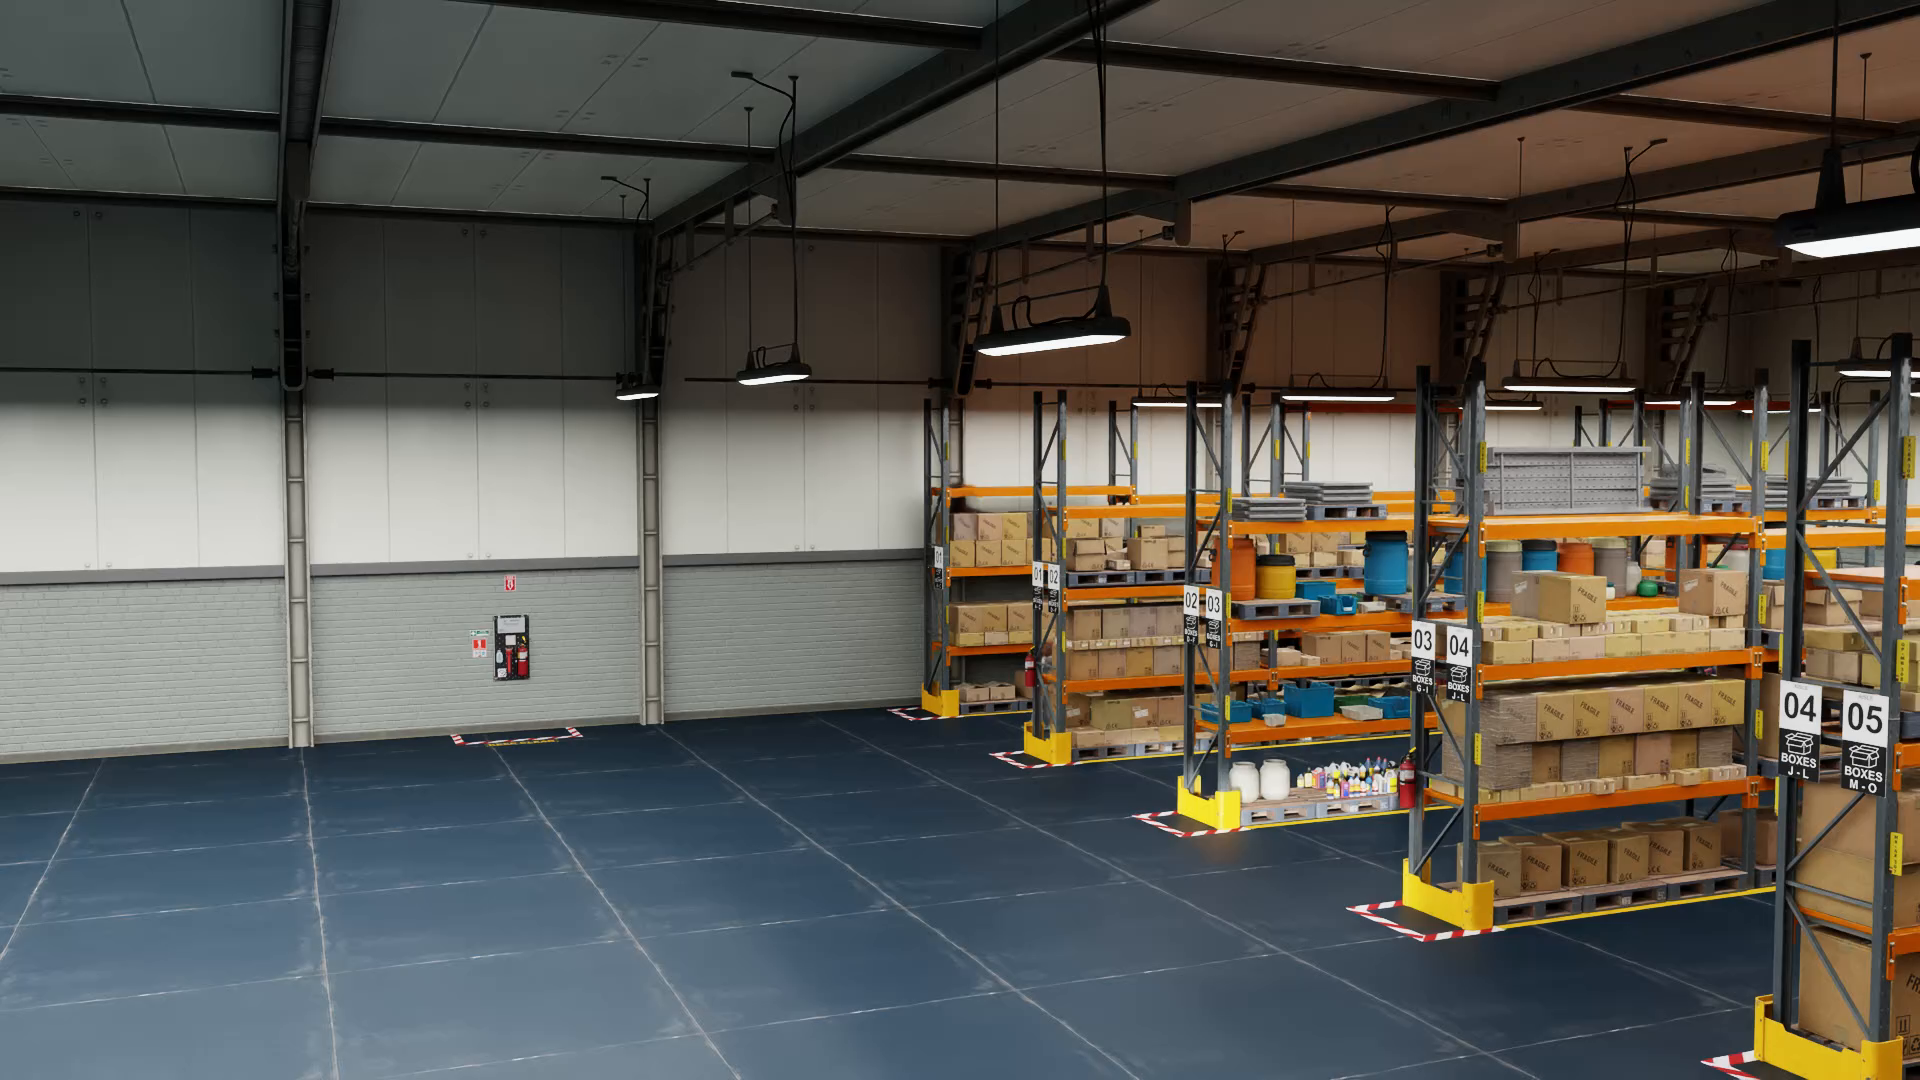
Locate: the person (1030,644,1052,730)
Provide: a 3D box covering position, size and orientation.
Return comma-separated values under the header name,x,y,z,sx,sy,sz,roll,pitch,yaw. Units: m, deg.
name,x,y,z,sx,sy,sz,roll,pitch,yaw
person,1.424,2.640,29.757,0.484,1.590,0.444,1,3,12
